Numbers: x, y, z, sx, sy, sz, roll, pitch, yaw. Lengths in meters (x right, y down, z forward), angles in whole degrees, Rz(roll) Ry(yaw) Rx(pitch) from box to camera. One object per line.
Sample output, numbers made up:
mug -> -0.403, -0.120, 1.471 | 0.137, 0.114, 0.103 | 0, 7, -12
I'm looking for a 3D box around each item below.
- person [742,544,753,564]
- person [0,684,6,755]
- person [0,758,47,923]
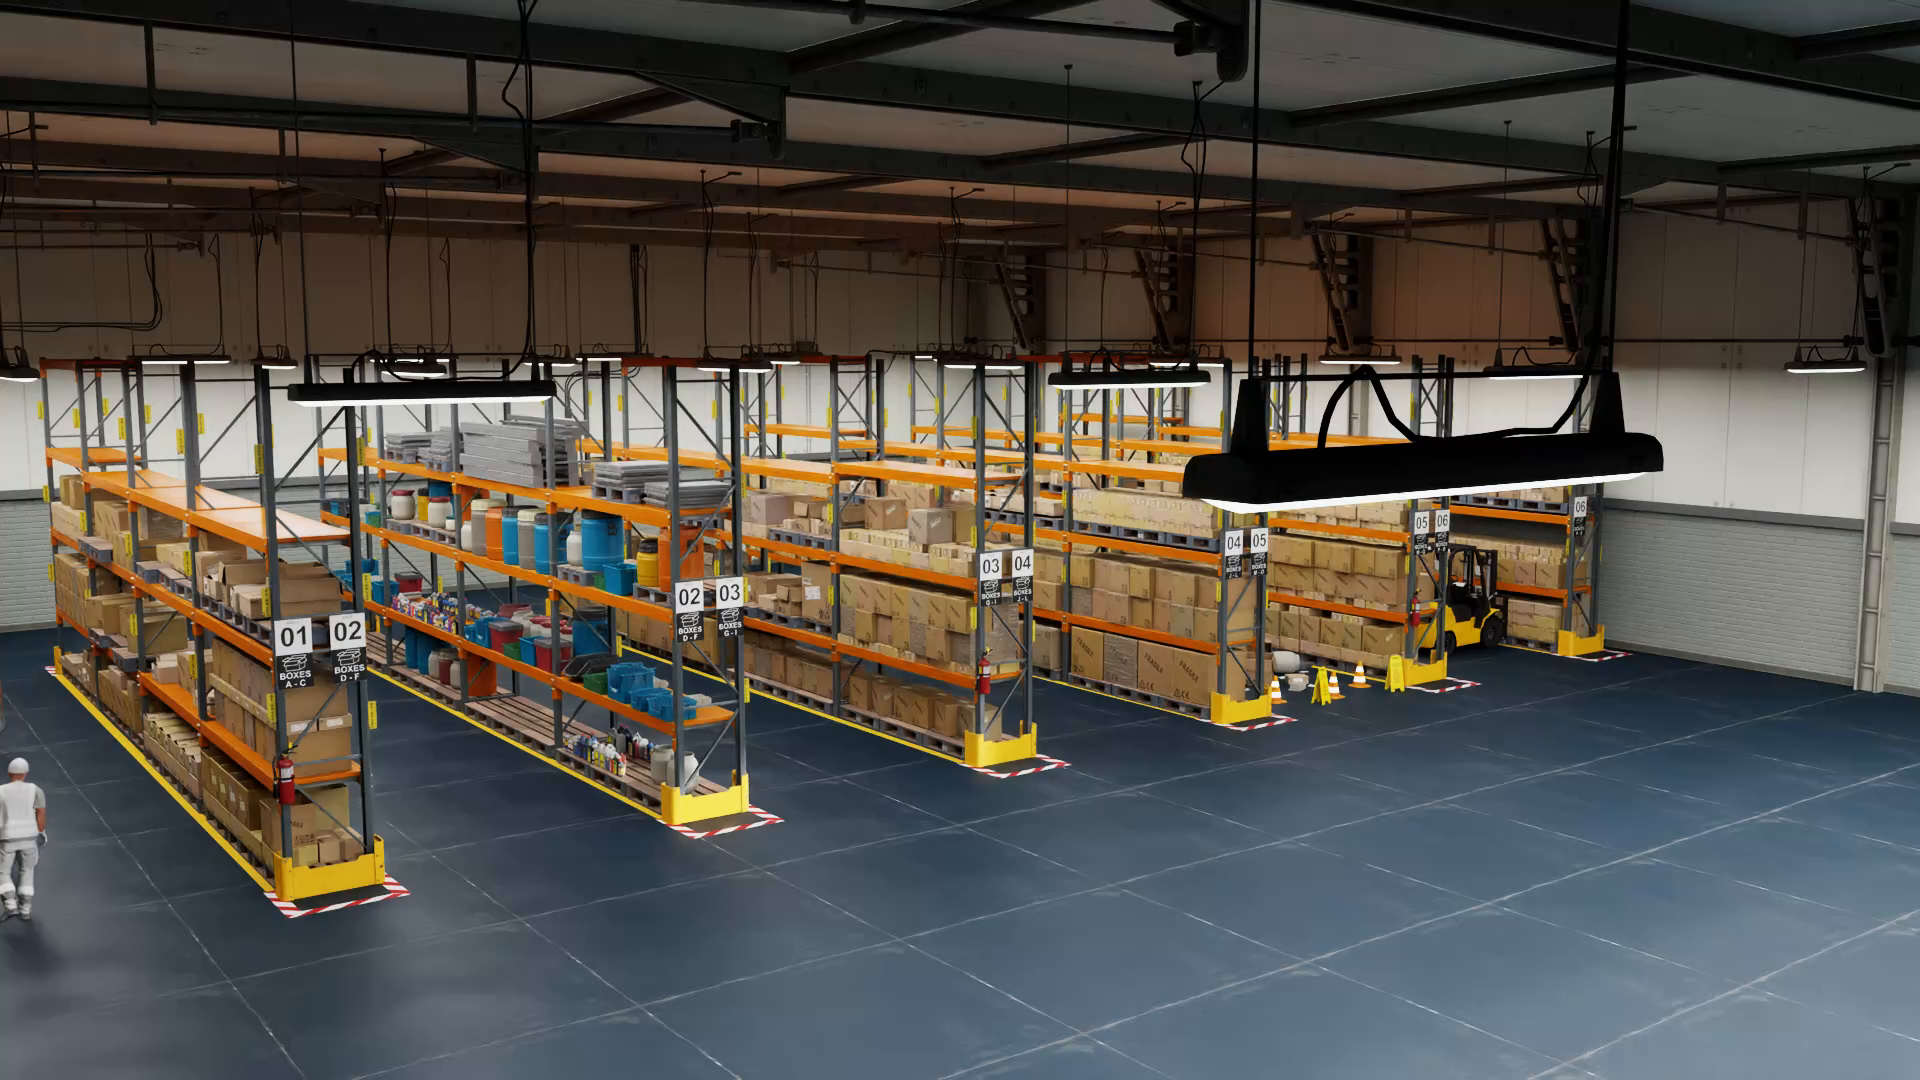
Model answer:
person -> -5.438, 0.467, 41.943 | 0.533, 1.723, 0.463 | 4, 8, 27
person -> -14.855, 2.436, 25.257 | 0.573, 1.756, 0.528 | -1, 7, -7
person -> -10.278, 3.290, 18.147 | 0.587, 1.758, 0.711 | -5, 8, -34
